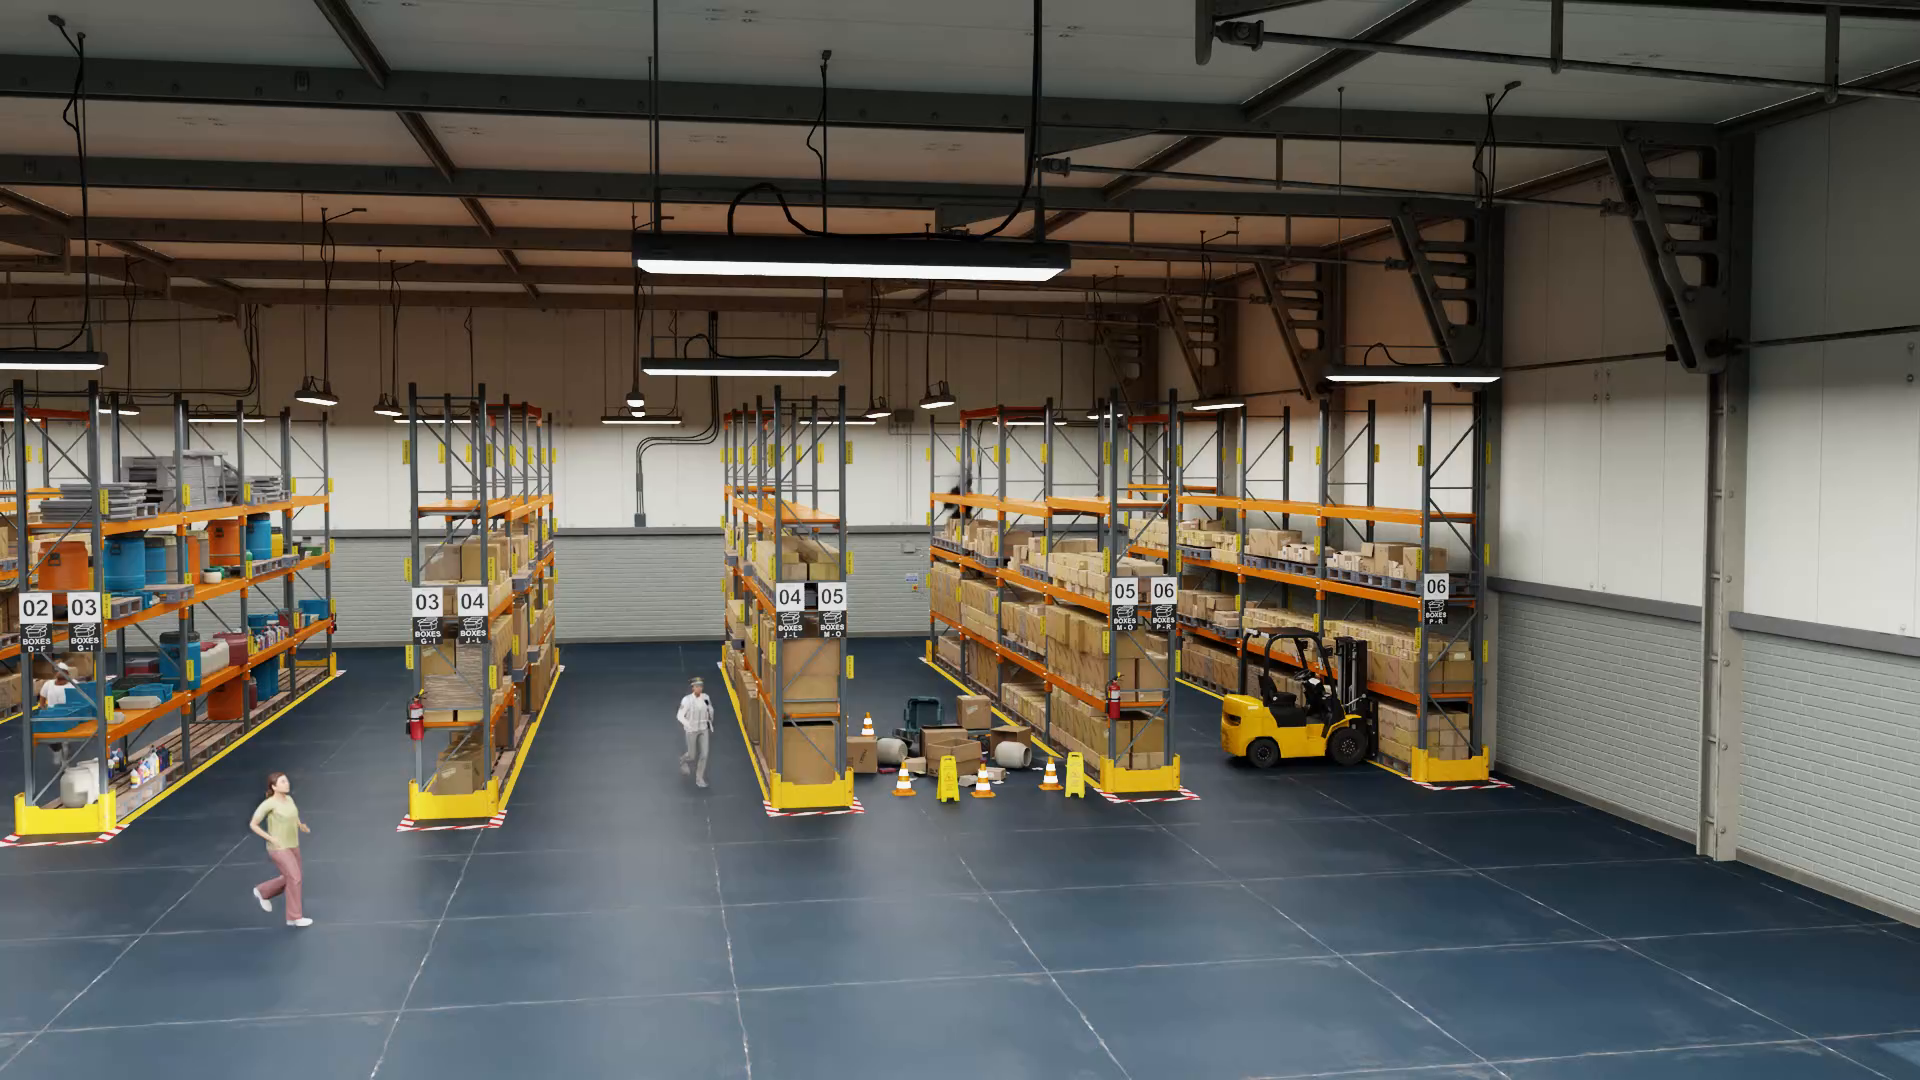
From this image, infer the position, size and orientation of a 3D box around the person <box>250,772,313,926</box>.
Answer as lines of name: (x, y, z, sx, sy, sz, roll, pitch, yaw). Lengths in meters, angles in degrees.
person: (-7.255, 3.283, 17.727, 0.779, 1.632, 0.588, 1, 3, 16)

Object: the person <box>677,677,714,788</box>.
person: (-4.028, 2.893, 25.336, 0.607, 1.663, 0.769, -2, 3, -28)

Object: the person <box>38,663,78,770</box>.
person: (-14.232, 2.803, 26.299, 0.695, 1.720, 0.583, -1, 3, -15)
